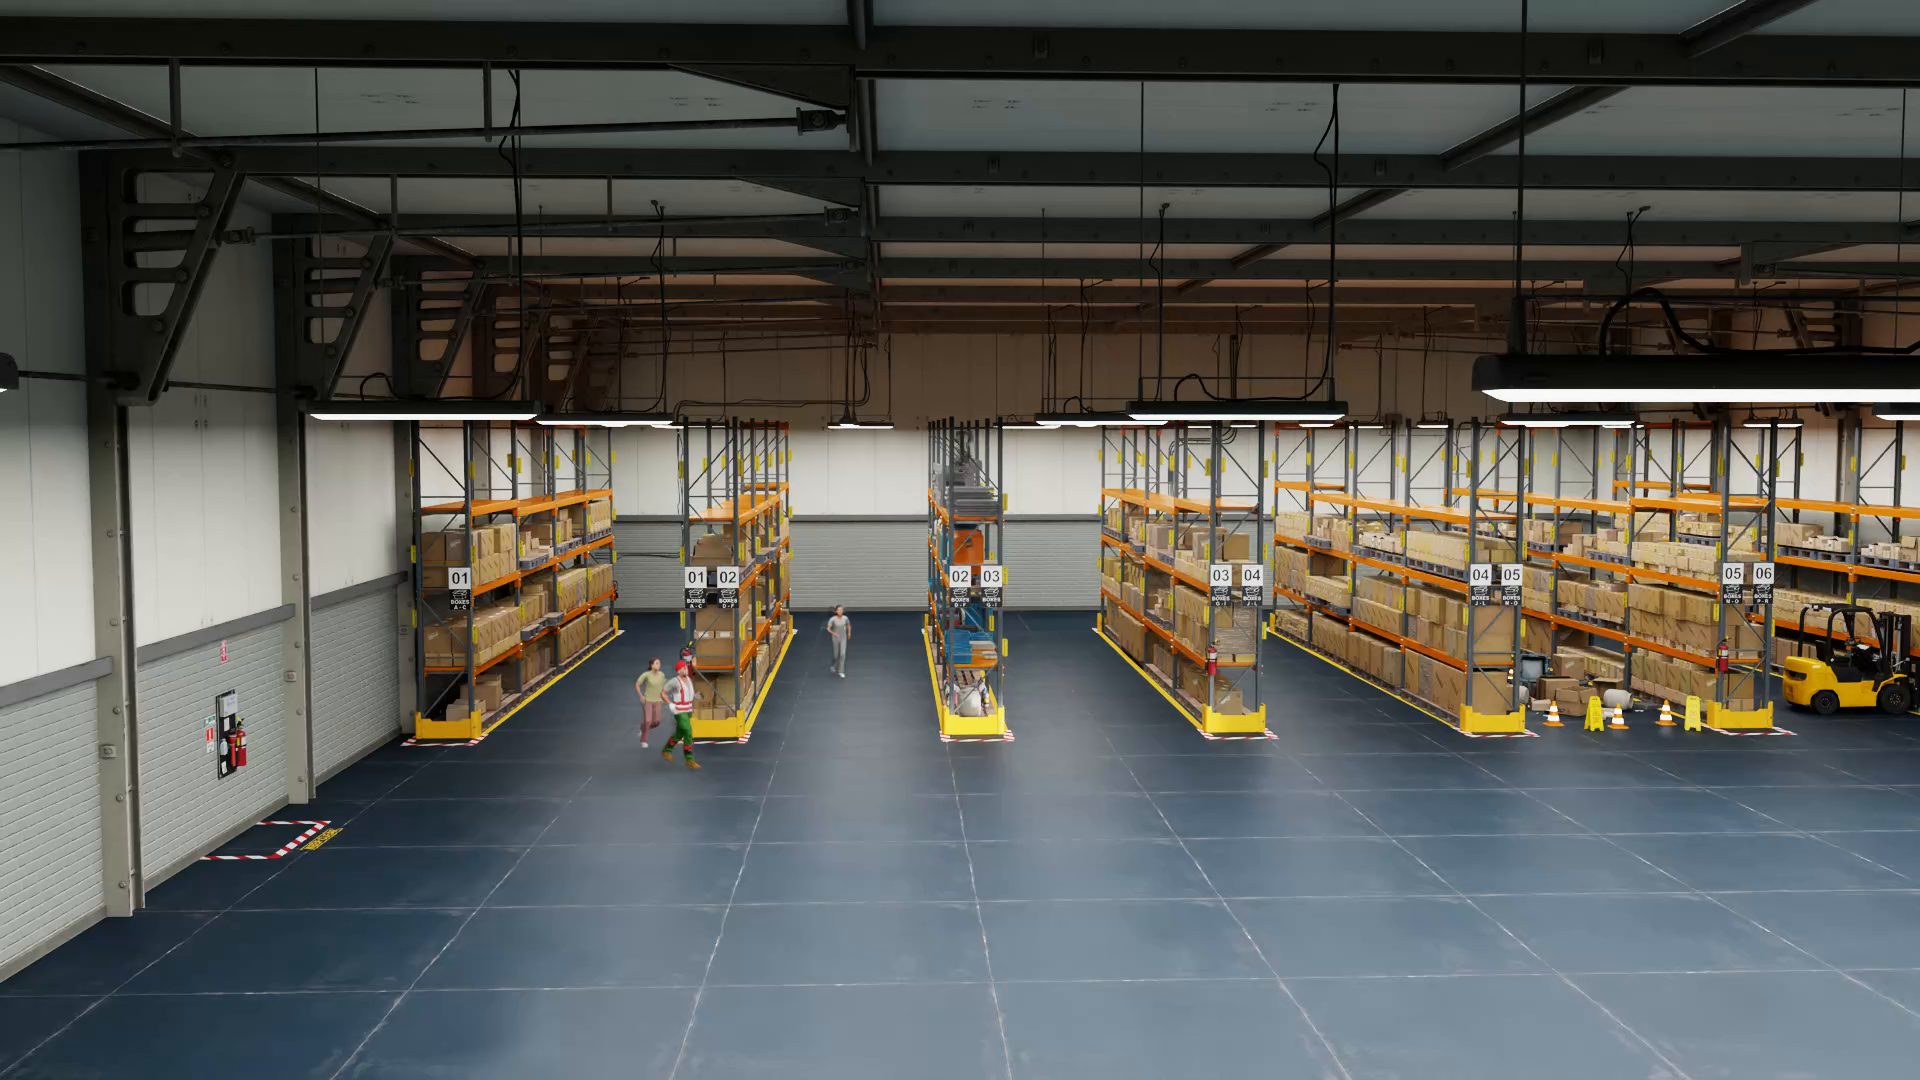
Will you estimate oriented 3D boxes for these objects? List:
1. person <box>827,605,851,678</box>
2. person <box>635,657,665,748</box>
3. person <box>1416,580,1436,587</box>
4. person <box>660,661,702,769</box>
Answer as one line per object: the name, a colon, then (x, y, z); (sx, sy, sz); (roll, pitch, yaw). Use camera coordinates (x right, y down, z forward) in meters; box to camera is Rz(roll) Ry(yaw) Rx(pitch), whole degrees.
person: (-2.832, 2.354, 38.991); (0.589, 1.670, 0.794); (-1, 4, -18)
person: (-5.642, 2.944, 30.410); (0.621, 1.615, 0.561); (-3, 5, -35)
person: (13.823, 1.624, 49.343); (0.830, 1.811, 0.743); (0, 4, 5)
person: (-4.748, 2.951, 28.347); (0.873, 1.810, 0.638); (2, 4, 23)
